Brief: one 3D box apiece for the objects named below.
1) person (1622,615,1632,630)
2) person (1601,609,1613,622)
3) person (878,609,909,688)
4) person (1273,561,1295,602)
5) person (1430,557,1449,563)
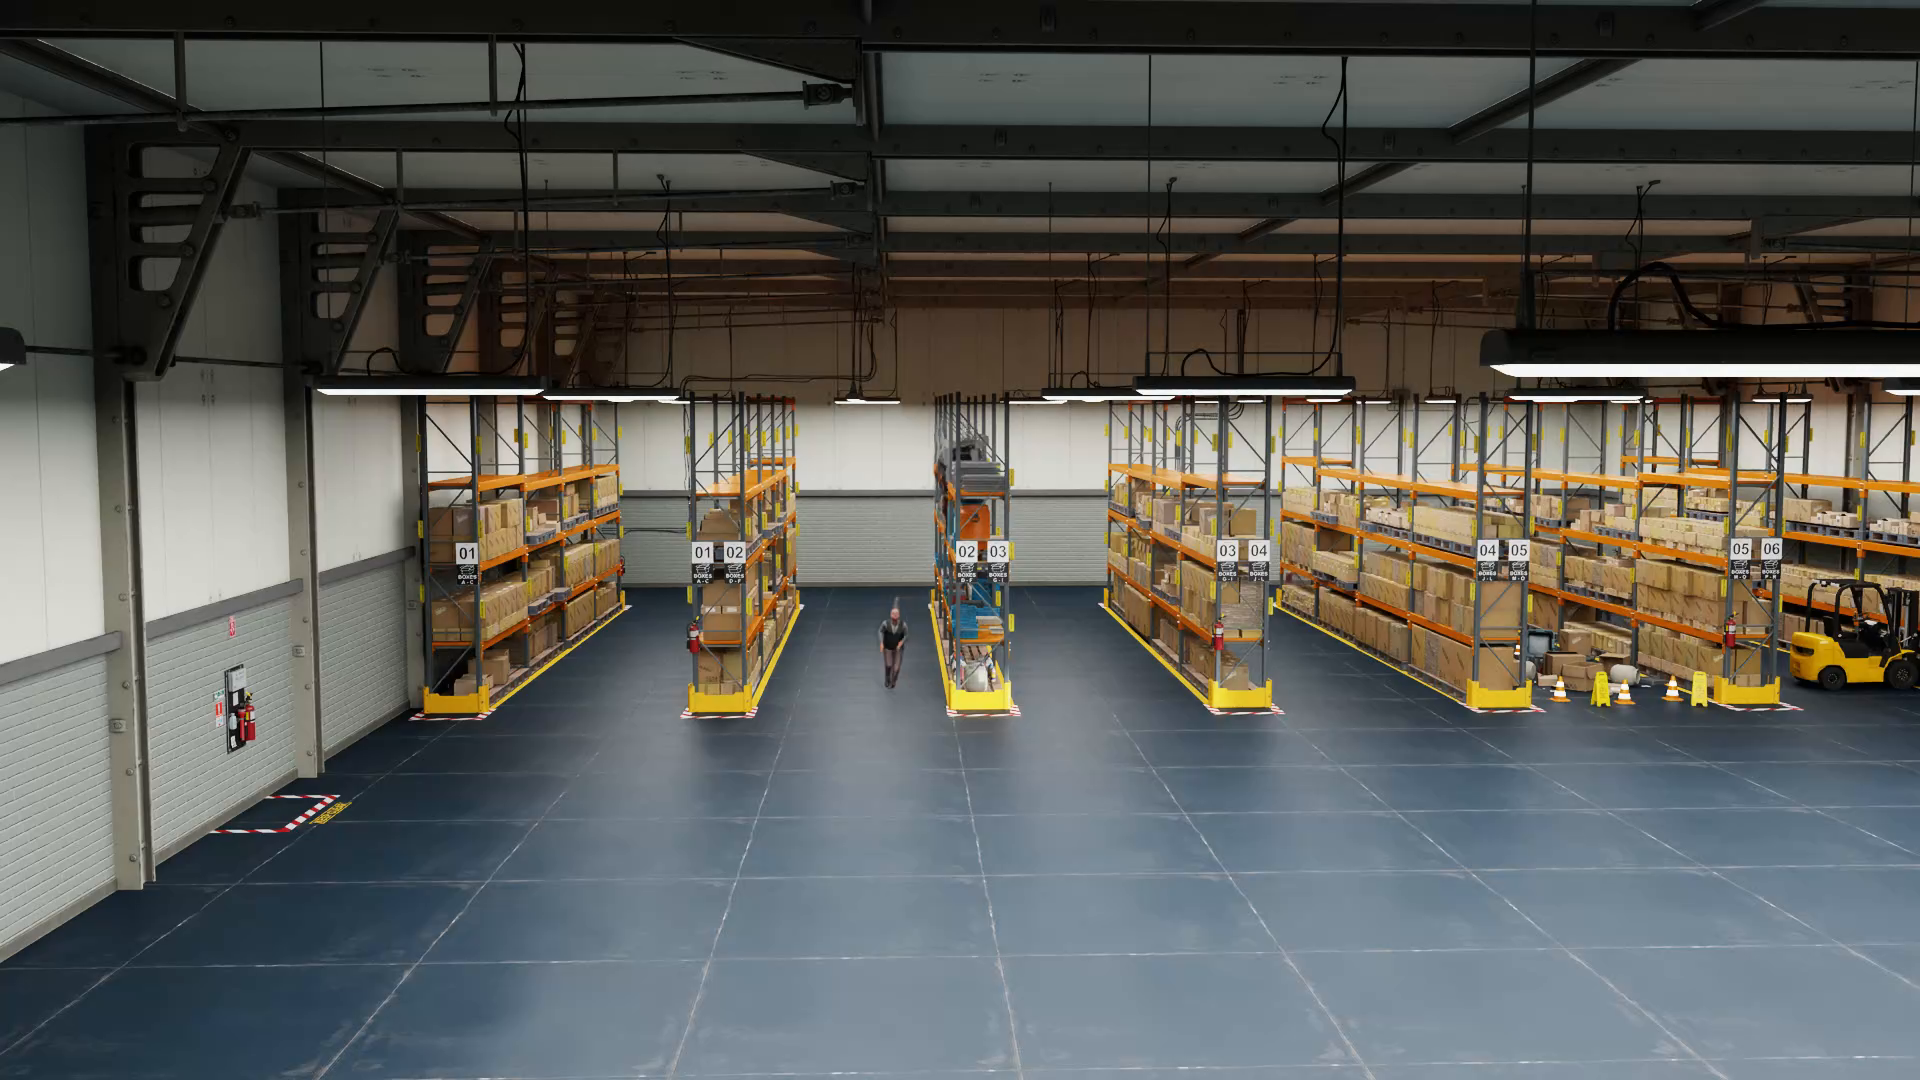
[{"bbox_3d":[16.542,1.619,40.938,0.608,1.648,0.532,-1,5,-10],"label":"person"},{"bbox_3d":[16.913,1.338,43.713,0.710,1.786,1.026,-1,5,-13],"label":"person"},{"bbox_3d":[-1.331,2.197,33.528,0.596,1.641,0.712,-1,5,-9],"label":"person"},{"bbox_3d":[9.654,0.985,48.872,0.893,1.695,0.599,0,5,1],"label":"person"},{"bbox_3d":[14.316,0.911,49.335,0.774,1.812,0.682,2,5,23],"label":"person"}]
